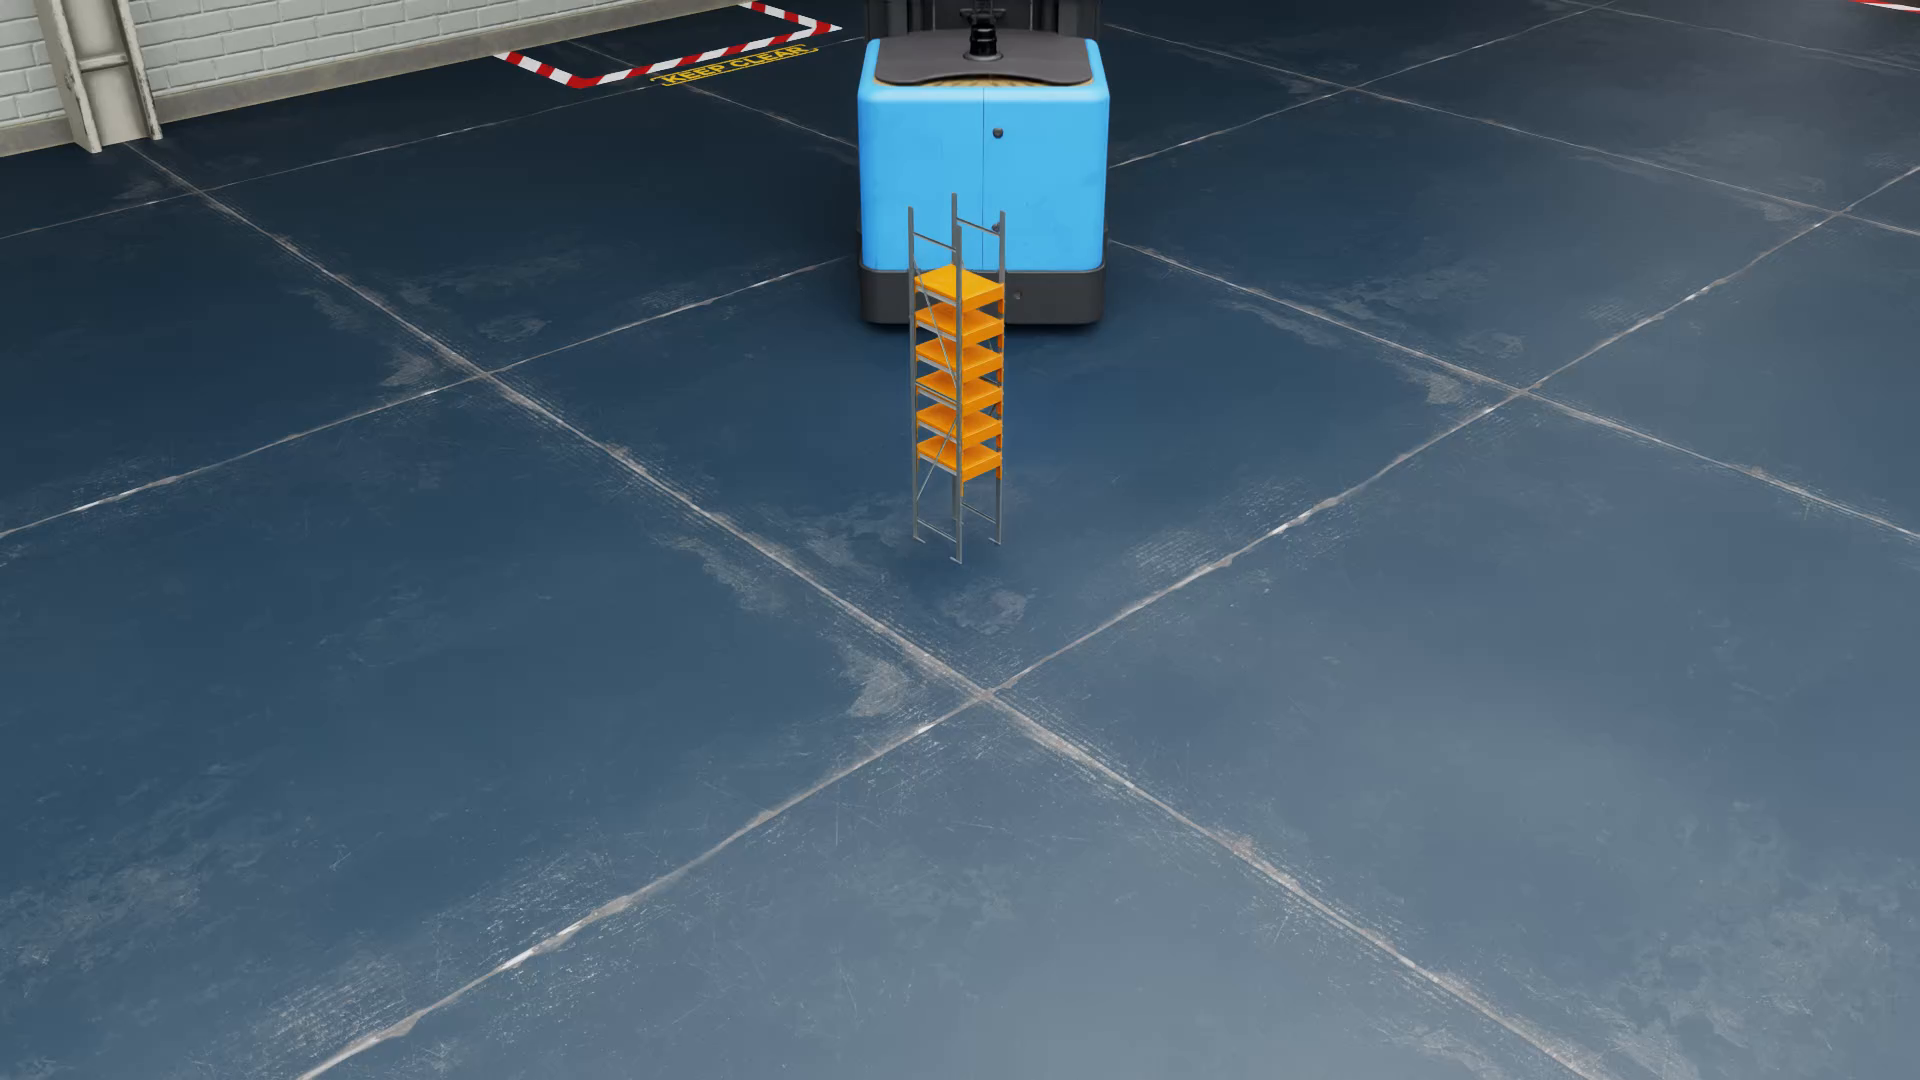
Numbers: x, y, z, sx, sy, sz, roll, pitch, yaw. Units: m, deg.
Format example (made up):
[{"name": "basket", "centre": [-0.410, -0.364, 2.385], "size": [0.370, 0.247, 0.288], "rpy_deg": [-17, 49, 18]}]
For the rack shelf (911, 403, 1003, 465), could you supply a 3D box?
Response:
[{"name": "rack shelf", "centre": [-0.011, -0.366, 5.514], "size": [0.180, 0.103, 0.258], "rpy_deg": [-26, 40, -35]}]

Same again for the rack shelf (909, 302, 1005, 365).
[{"name": "rack shelf", "centre": [-0.011, -0.674, 5.327], "size": [0.180, 0.103, 0.258], "rpy_deg": [-26, 40, -35]}]

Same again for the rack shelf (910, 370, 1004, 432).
[{"name": "rack shelf", "centre": [-0.011, -0.469, 5.452], "size": [0.180, 0.103, 0.258], "rpy_deg": [-26, 40, -35]}]

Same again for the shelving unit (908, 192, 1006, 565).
[{"name": "shelving unit", "centre": [-0.011, -0.507, 5.429], "size": [0.189, 1.200, 0.258], "rpy_deg": [-26, 40, -35]}]

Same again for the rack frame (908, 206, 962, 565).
[{"name": "rack frame", "centre": [-0.078, -0.474, 5.376], "size": [0.006, 1.200, 0.240], "rpy_deg": [-26, 40, -35]}]

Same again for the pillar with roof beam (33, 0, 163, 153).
[{"name": "pillar with roof beam", "centre": [-1.876, -4.479, 4.449], "size": [0.400, 9.000, 9.100], "rpy_deg": [-26, 40, -35]}]

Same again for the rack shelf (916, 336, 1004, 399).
[{"name": "rack shelf", "centre": [-0.011, -0.571, 5.389], "size": [0.180, 0.103, 0.258], "rpy_deg": [-26, 40, -35]}]

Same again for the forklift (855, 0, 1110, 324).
[{"name": "forklift", "centre": [0.102, -2.904, 7.690], "size": [1.130, 2.935, 3.031], "rpy_deg": [0, 31, 0]}]

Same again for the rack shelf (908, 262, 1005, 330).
[{"name": "rack shelf", "centre": [-0.011, -0.776, 5.264], "size": [0.180, 0.103, 0.258], "rpy_deg": [-26, 40, -35]}]

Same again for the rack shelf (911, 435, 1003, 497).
[{"name": "rack shelf", "centre": [-0.011, -0.264, 5.577], "size": [0.180, 0.103, 0.258], "rpy_deg": [-26, 40, -35]}]

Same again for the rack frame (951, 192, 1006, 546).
[{"name": "rack frame", "centre": [0.056, -0.539, 5.482], "size": [0.006, 1.200, 0.240], "rpy_deg": [-26, 40, -35]}]
